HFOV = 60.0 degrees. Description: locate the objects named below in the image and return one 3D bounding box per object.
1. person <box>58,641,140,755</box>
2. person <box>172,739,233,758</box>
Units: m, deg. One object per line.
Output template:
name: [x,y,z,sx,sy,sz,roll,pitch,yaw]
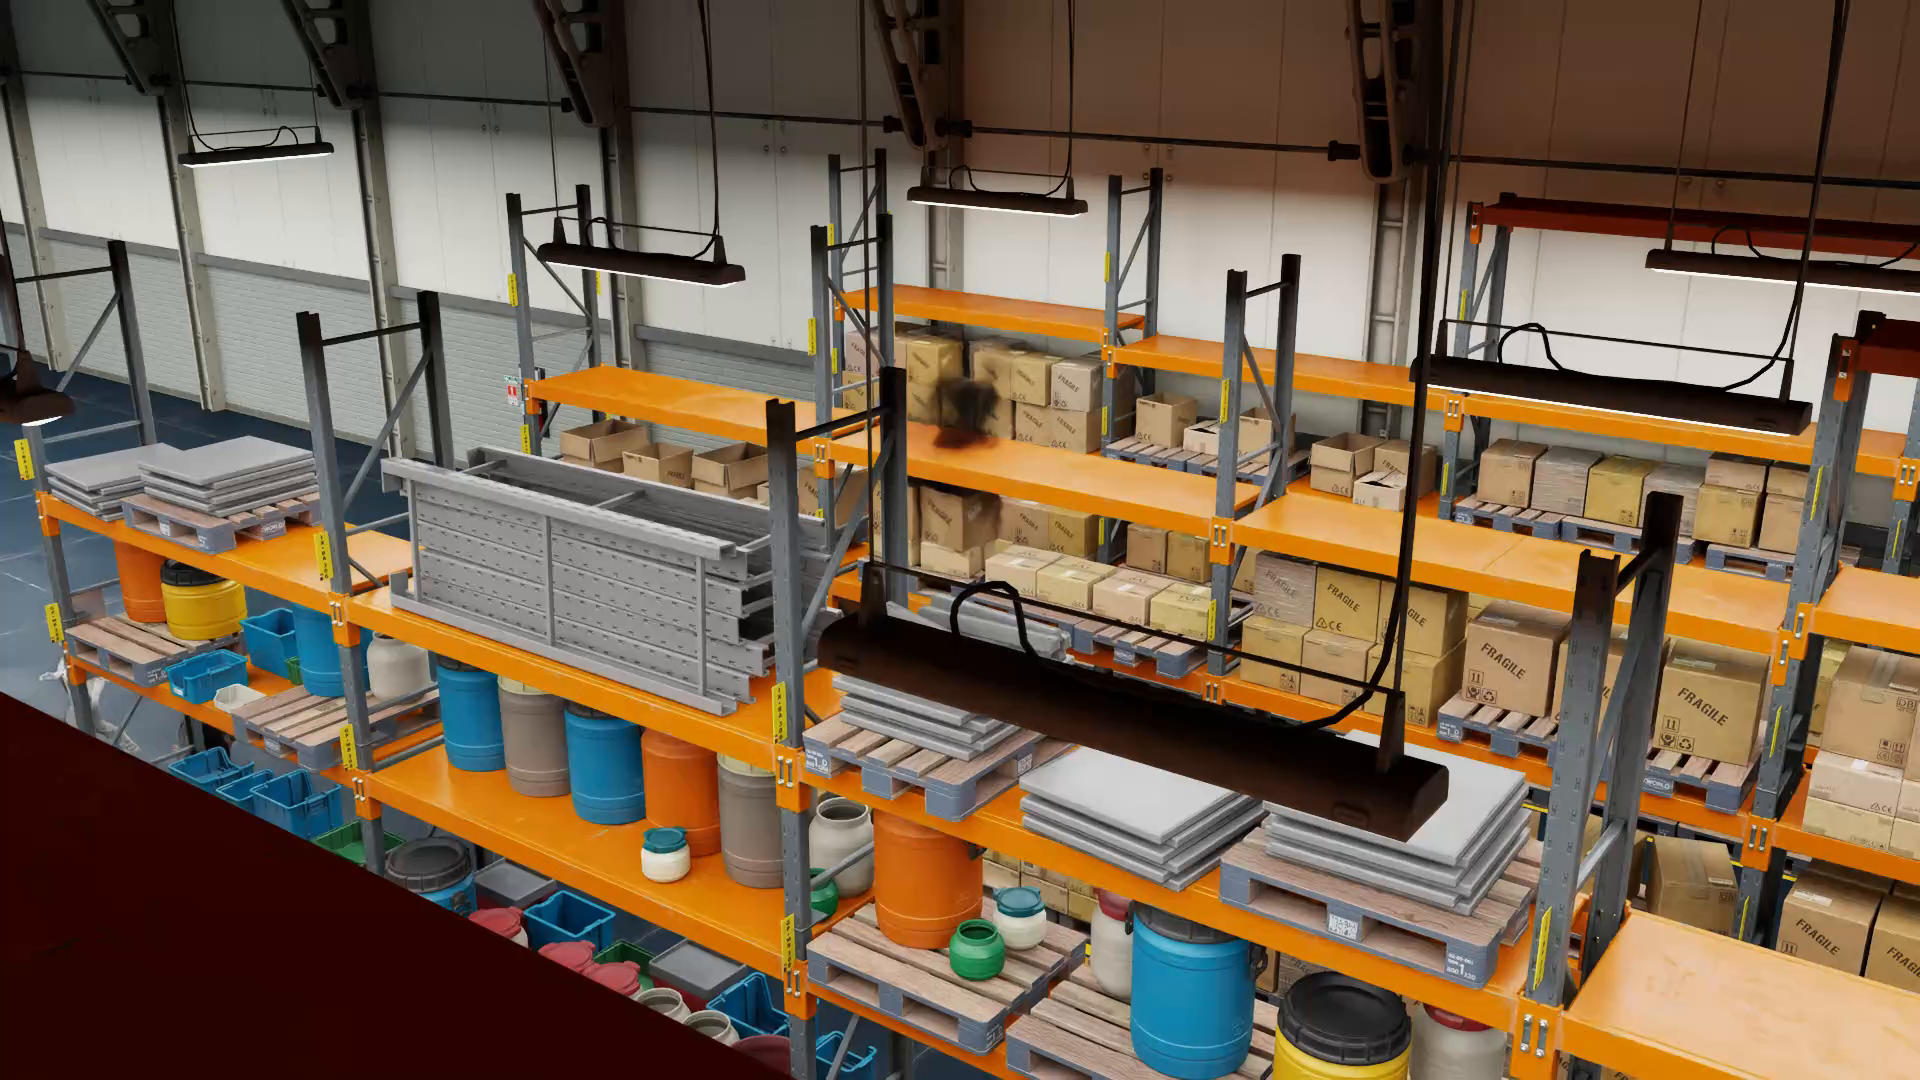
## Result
person: [-9.133,1.678,17.411,0.806,1.747,0.370,-10,21,-27]
person: [-7.315,2.134,16.103,0.614,1.659,0.541,1,18,2]
